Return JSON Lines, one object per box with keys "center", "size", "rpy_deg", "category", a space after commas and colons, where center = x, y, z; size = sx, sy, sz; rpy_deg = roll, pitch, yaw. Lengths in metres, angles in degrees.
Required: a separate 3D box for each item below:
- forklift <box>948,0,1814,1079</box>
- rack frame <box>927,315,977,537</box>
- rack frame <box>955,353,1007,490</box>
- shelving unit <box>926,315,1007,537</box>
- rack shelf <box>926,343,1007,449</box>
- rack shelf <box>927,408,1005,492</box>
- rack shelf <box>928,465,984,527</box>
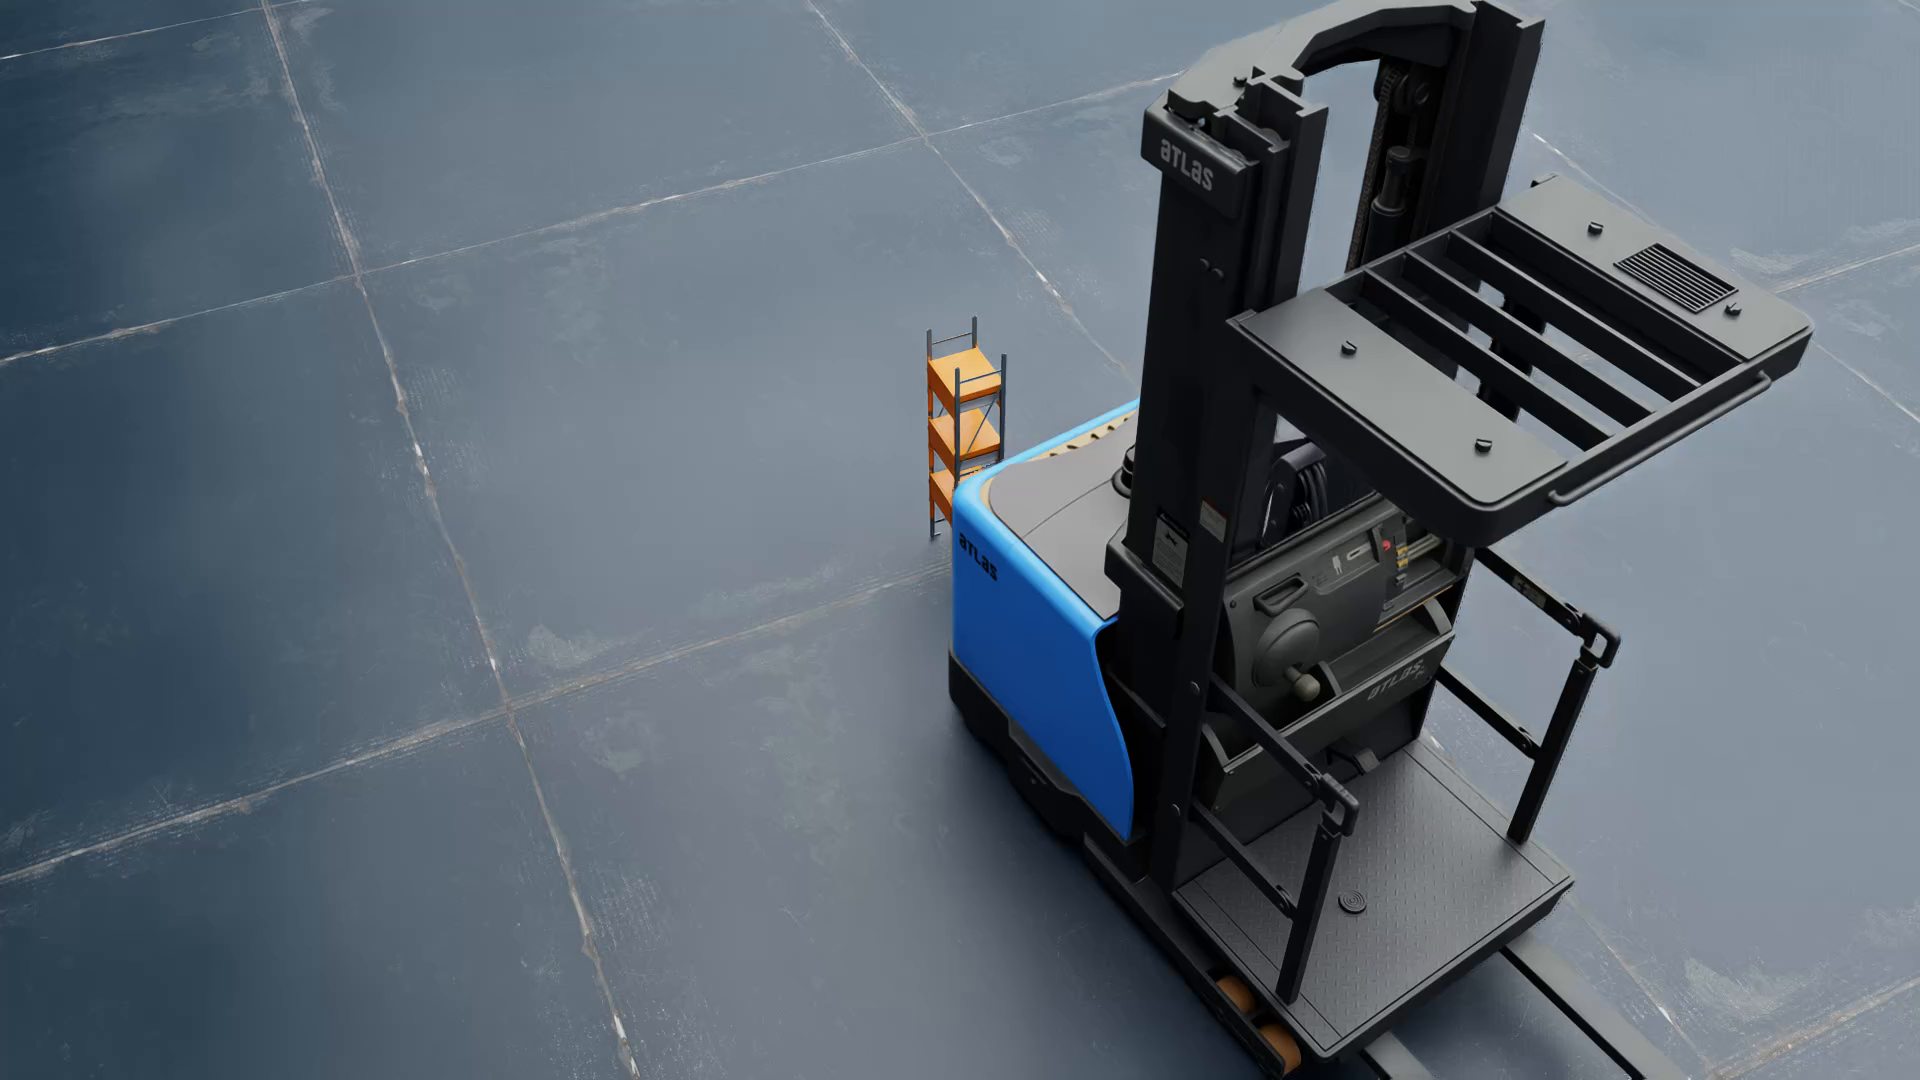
{"center": [1.211, 0.202, 4.458], "size": [1.130, 2.935, 3.031], "rpy_deg": [-26, 50, -24], "category": "forklift"}
{"center": [-0.029, -0.417, 6.425], "size": [0.200, 1.050, 0.008], "rpy_deg": [-18, 47, -17], "category": "rack frame"}
{"center": [0.074, -0.262, 6.268], "size": [0.200, 1.050, 0.008], "rpy_deg": [-18, 47, -17], "category": "rack frame"}
{"center": [0.022, -0.340, 6.347], "size": [0.215, 1.050, 0.252], "rpy_deg": [-18, 47, -17], "category": "shelving unit"}
{"center": [0.022, -0.534, 6.155], "size": [0.215, 0.259, 0.240], "rpy_deg": [-18, 47, -17], "category": "rack shelf"}
{"center": [0.022, -0.332, 6.354], "size": [0.215, 0.259, 0.240], "rpy_deg": [-18, 47, -17], "category": "rack shelf"}
{"center": [0.022, -0.134, 6.549], "size": [0.215, 0.259, 0.240], "rpy_deg": [-18, 47, -17], "category": "rack shelf"}
